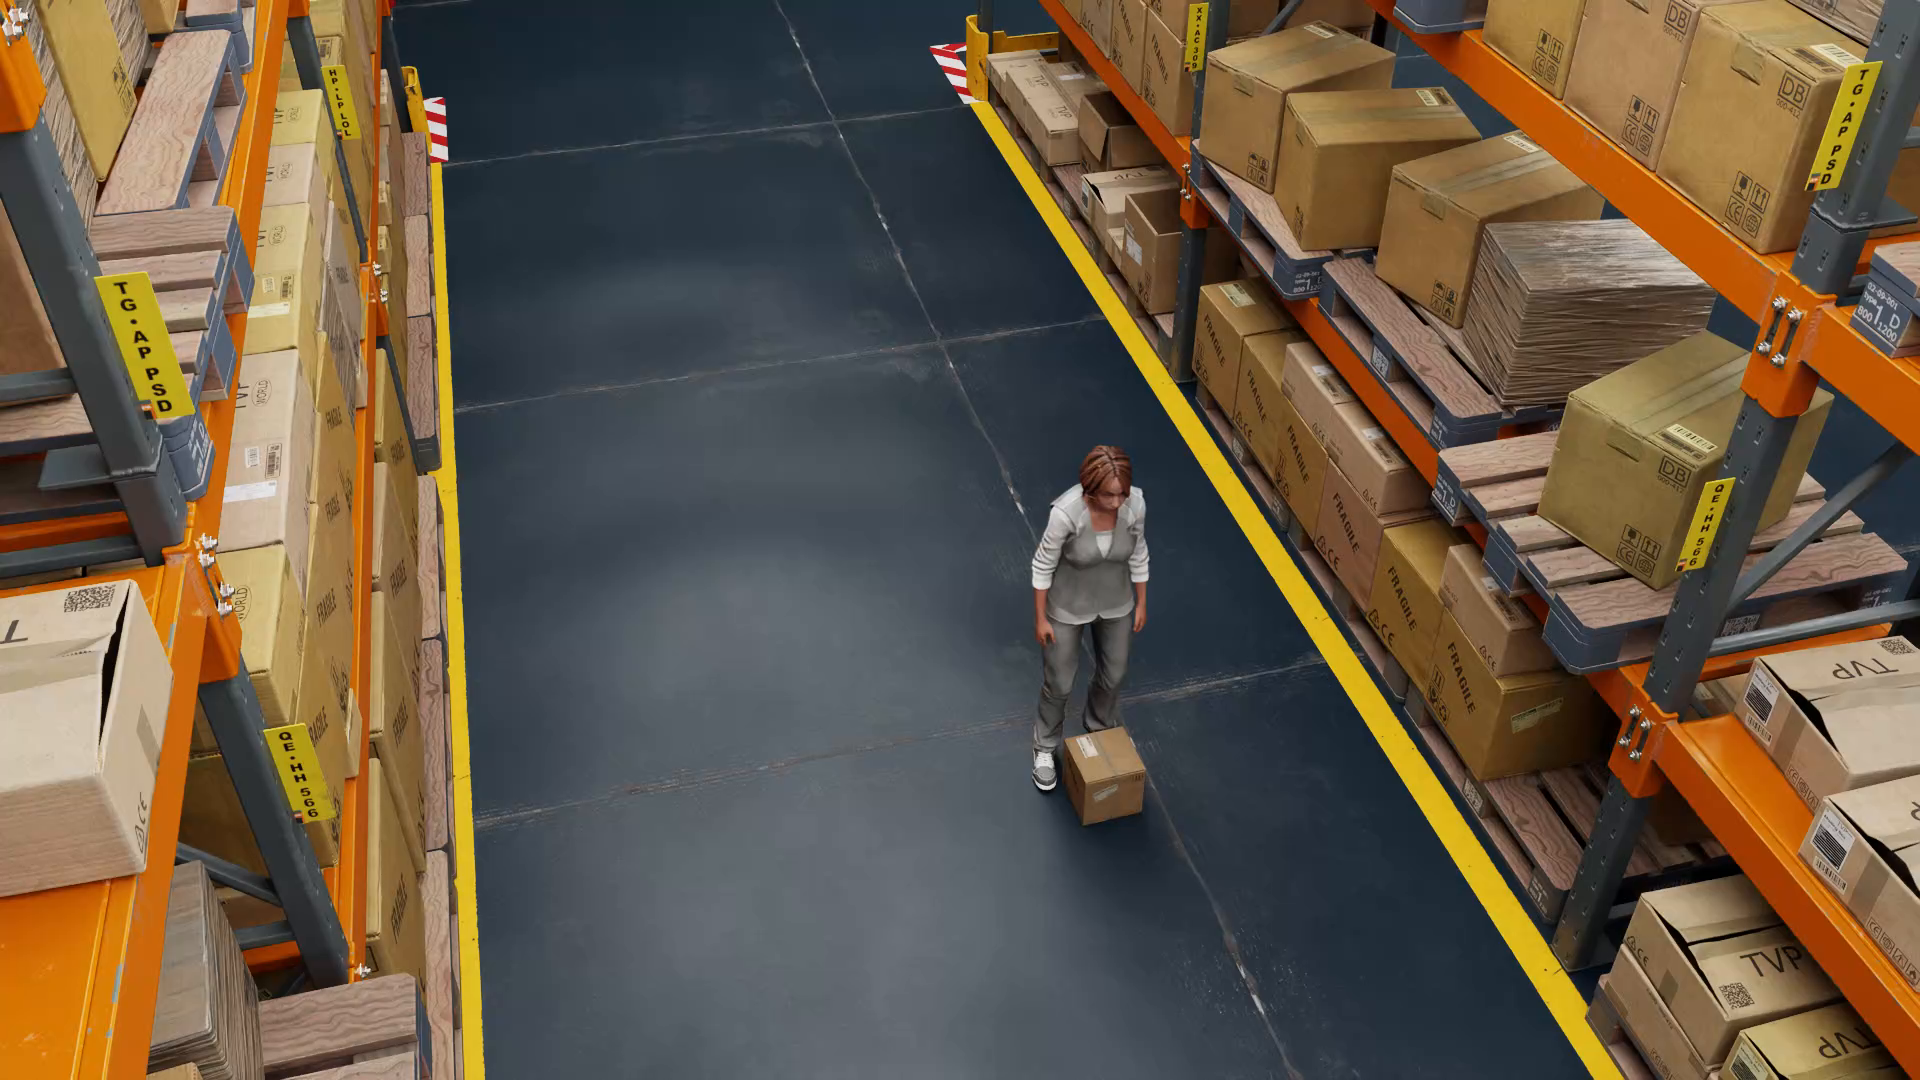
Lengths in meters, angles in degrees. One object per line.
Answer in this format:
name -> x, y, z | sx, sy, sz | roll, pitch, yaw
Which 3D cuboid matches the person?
person -> 0.498, 0.273, 6.381 | 0.461, 1.592, 0.343 | -9, 40, -11
